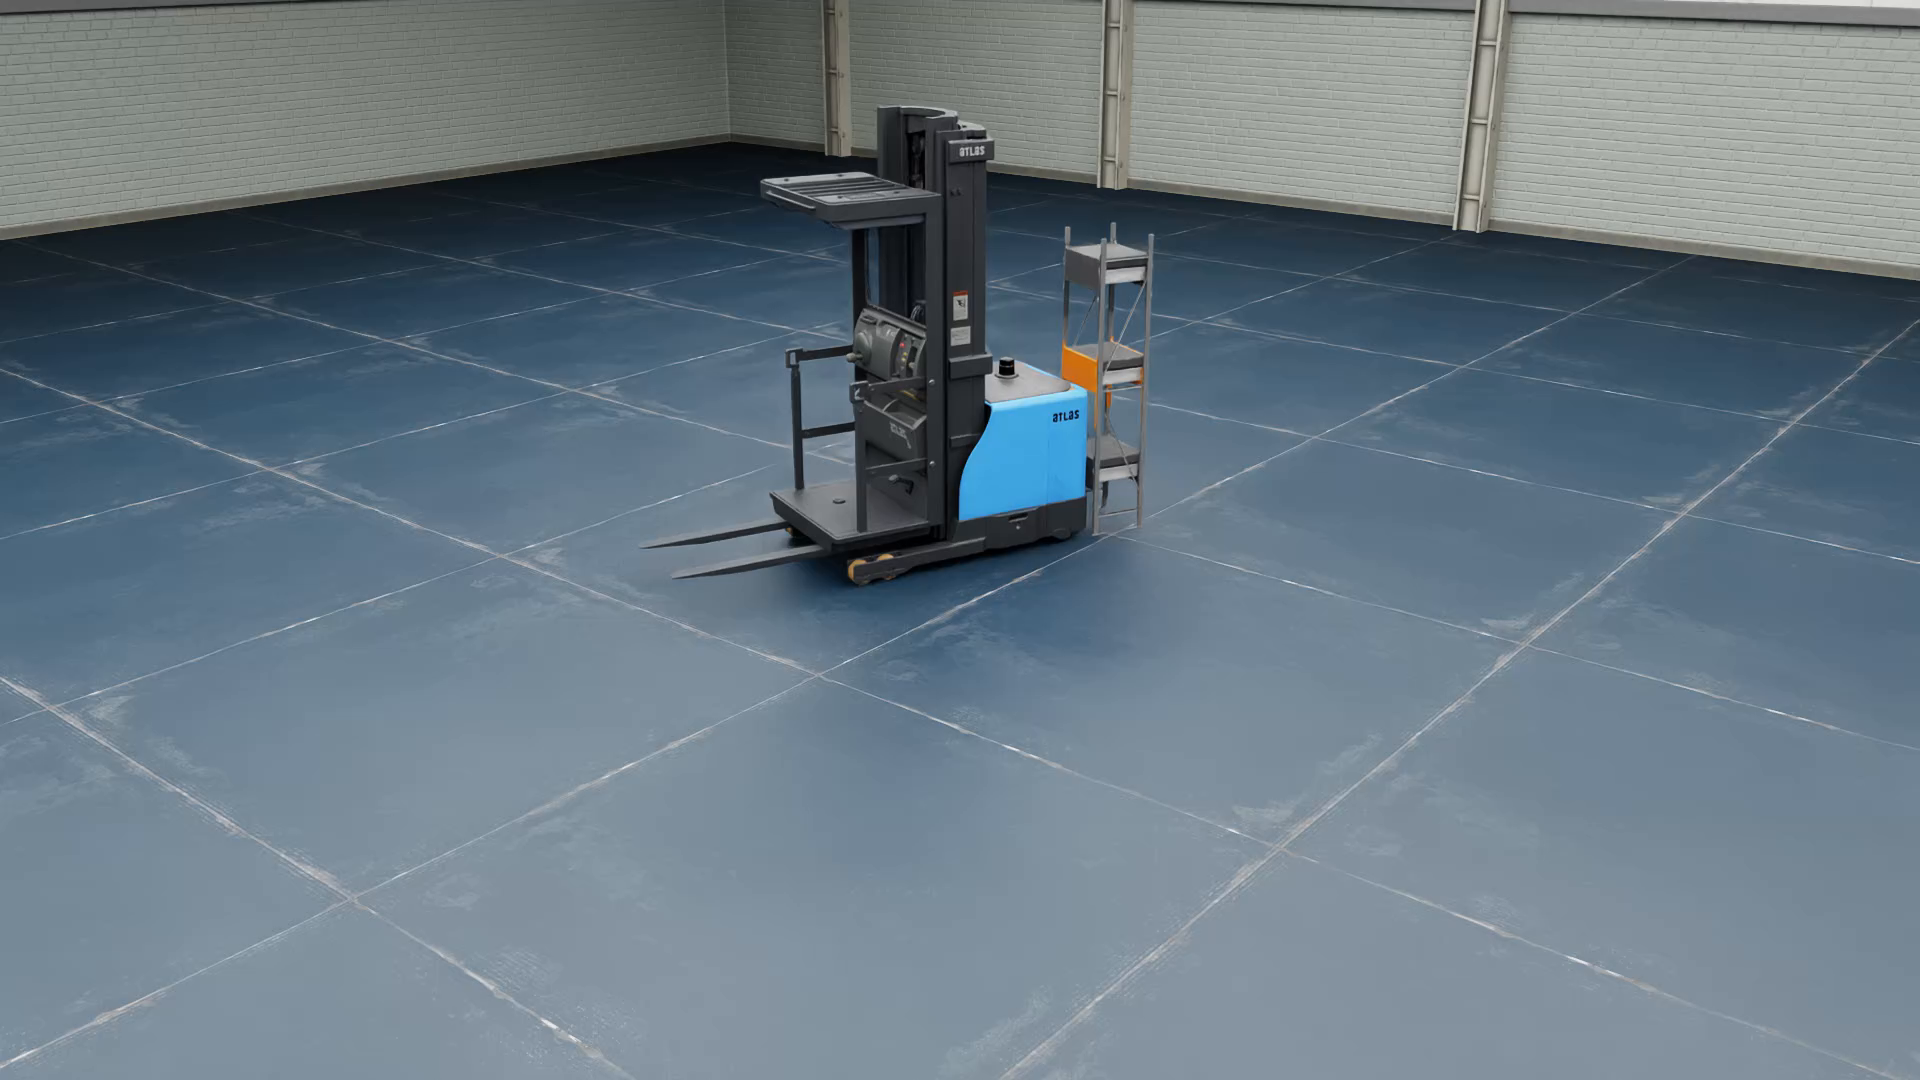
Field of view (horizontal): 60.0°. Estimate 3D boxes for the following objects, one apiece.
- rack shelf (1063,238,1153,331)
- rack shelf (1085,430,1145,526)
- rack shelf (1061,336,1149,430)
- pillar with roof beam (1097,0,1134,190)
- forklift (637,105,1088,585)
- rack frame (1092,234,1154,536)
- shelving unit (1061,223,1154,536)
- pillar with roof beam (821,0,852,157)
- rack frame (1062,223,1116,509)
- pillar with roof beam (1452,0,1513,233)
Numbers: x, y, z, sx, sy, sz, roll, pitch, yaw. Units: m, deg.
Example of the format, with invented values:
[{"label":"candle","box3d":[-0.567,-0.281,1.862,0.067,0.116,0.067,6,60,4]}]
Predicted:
[{"label":"rack shelf","box3d":[1.011,-1.761,11.416,0.431,0.518,0.480,-10,23,-24]},{"label":"rack shelf","box3d":[1.010,-0.451,11.910,0.431,0.518,0.480,-10,23,-24]},{"label":"rack shelf","box3d":[1.011,-1.106,11.663,0.431,0.518,0.480,-10,23,-24]},{"label":"pillar with roof beam","box3d":[-0.280,-8.684,21.944,0.400,9.000,9.100,16,26,36]},{"label":"forklift","box3d":[-0.647,-1.289,10.932,3.031,2.935,1.130,-11,23,-27]},{"label":"rack frame","box3d":[1.118,-1.041,11.453,0.400,2.100,0.015,-10,23,-24]},{"label":"shelving unit","box3d":[1.011,-1.118,11.658,0.431,2.100,0.503,-10,23,-24]},{"label":"pillar with roof beam","box3d":[-4.928,-10.023,25.494,0.400,9.000,9.100,16,26,36]},{"label":"rack frame","box3d":[0.903,-1.196,11.863,0.400,2.100,0.015,-10,23,-24]},{"label":"pillar with roof beam","box3d":[4.369,-7.346,18.394,0.400,9.000,9.100,16,26,36]}]
